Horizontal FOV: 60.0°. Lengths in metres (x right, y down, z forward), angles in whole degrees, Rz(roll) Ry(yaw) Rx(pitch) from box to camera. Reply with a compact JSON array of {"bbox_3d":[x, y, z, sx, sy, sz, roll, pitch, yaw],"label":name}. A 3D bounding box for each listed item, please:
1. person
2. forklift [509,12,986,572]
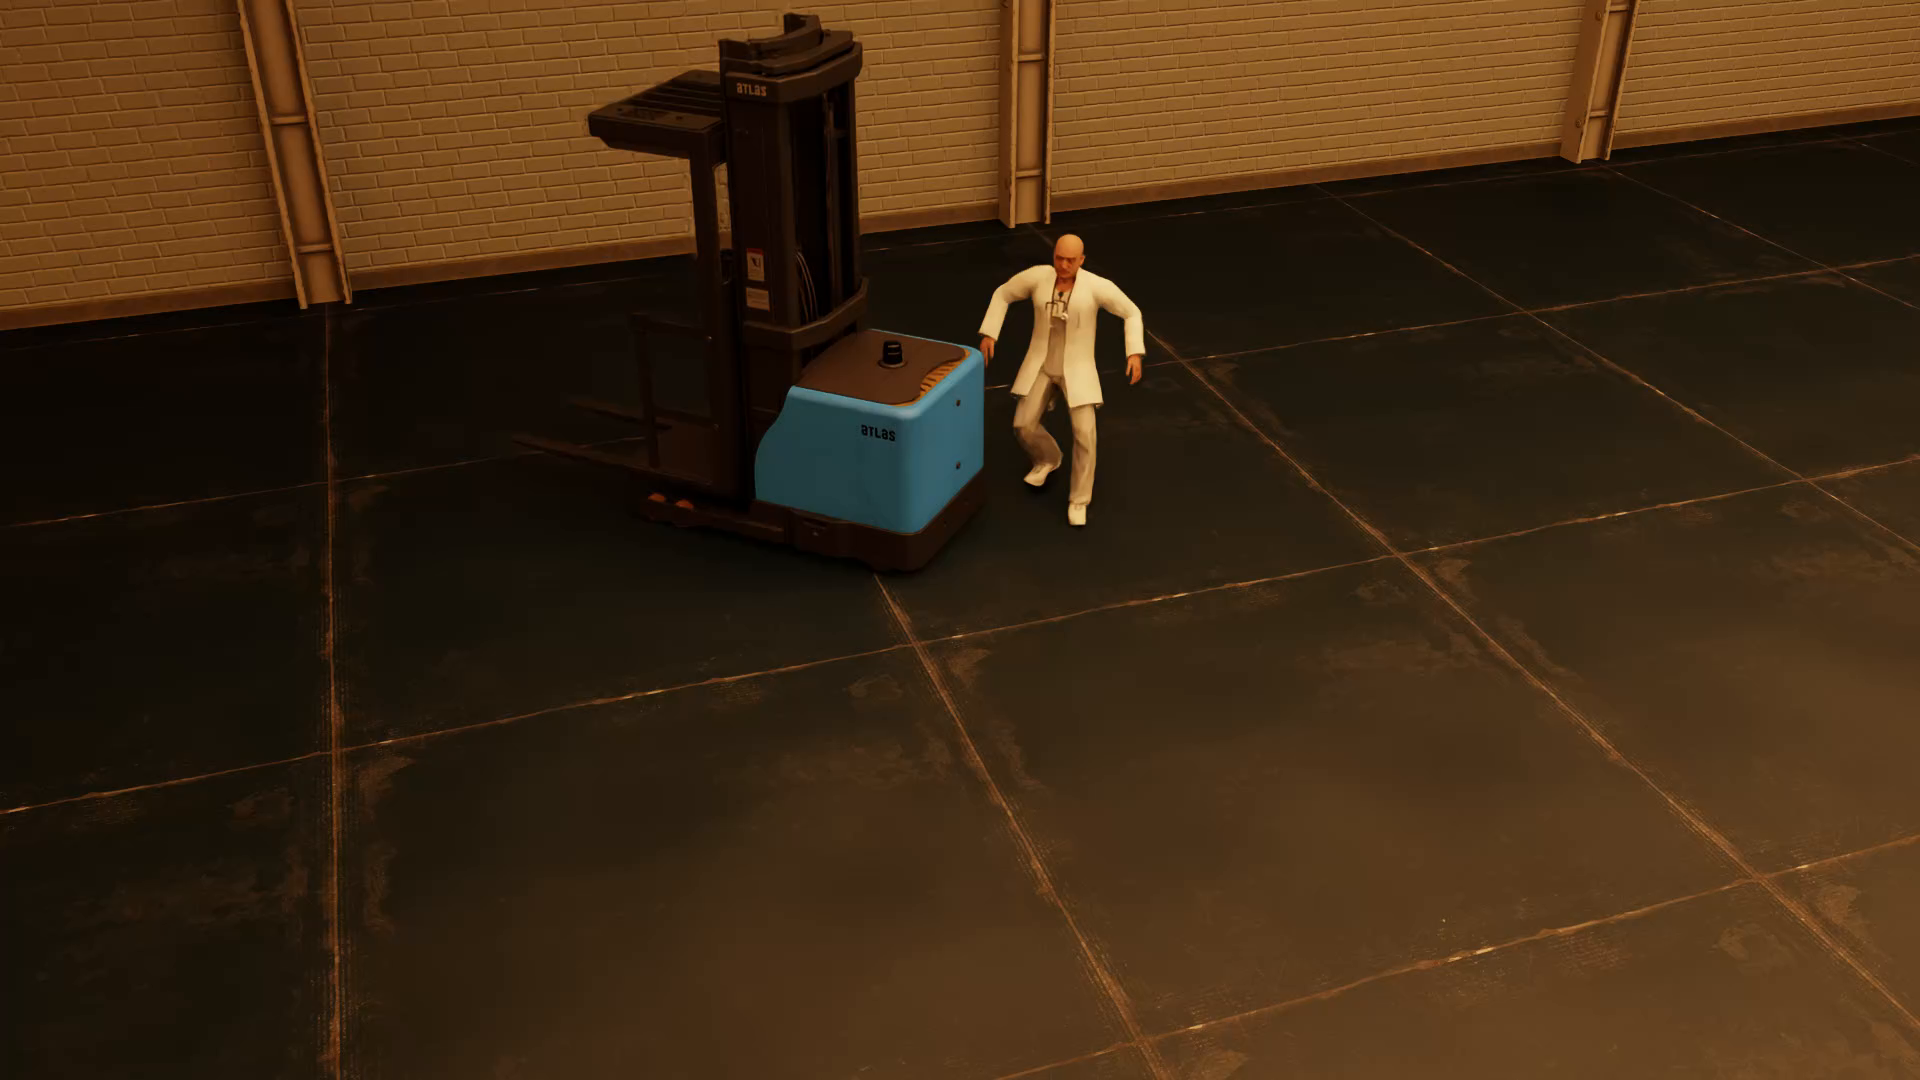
[{"bbox_3d":[0.583,-0.985,10.065,1.027,1.704,0.716,10,31,17],"label":"person"},{"bbox_3d":[-1.401,-1.568,9.813,3.031,2.935,1.130,13,32,21],"label":"forklift"}]
